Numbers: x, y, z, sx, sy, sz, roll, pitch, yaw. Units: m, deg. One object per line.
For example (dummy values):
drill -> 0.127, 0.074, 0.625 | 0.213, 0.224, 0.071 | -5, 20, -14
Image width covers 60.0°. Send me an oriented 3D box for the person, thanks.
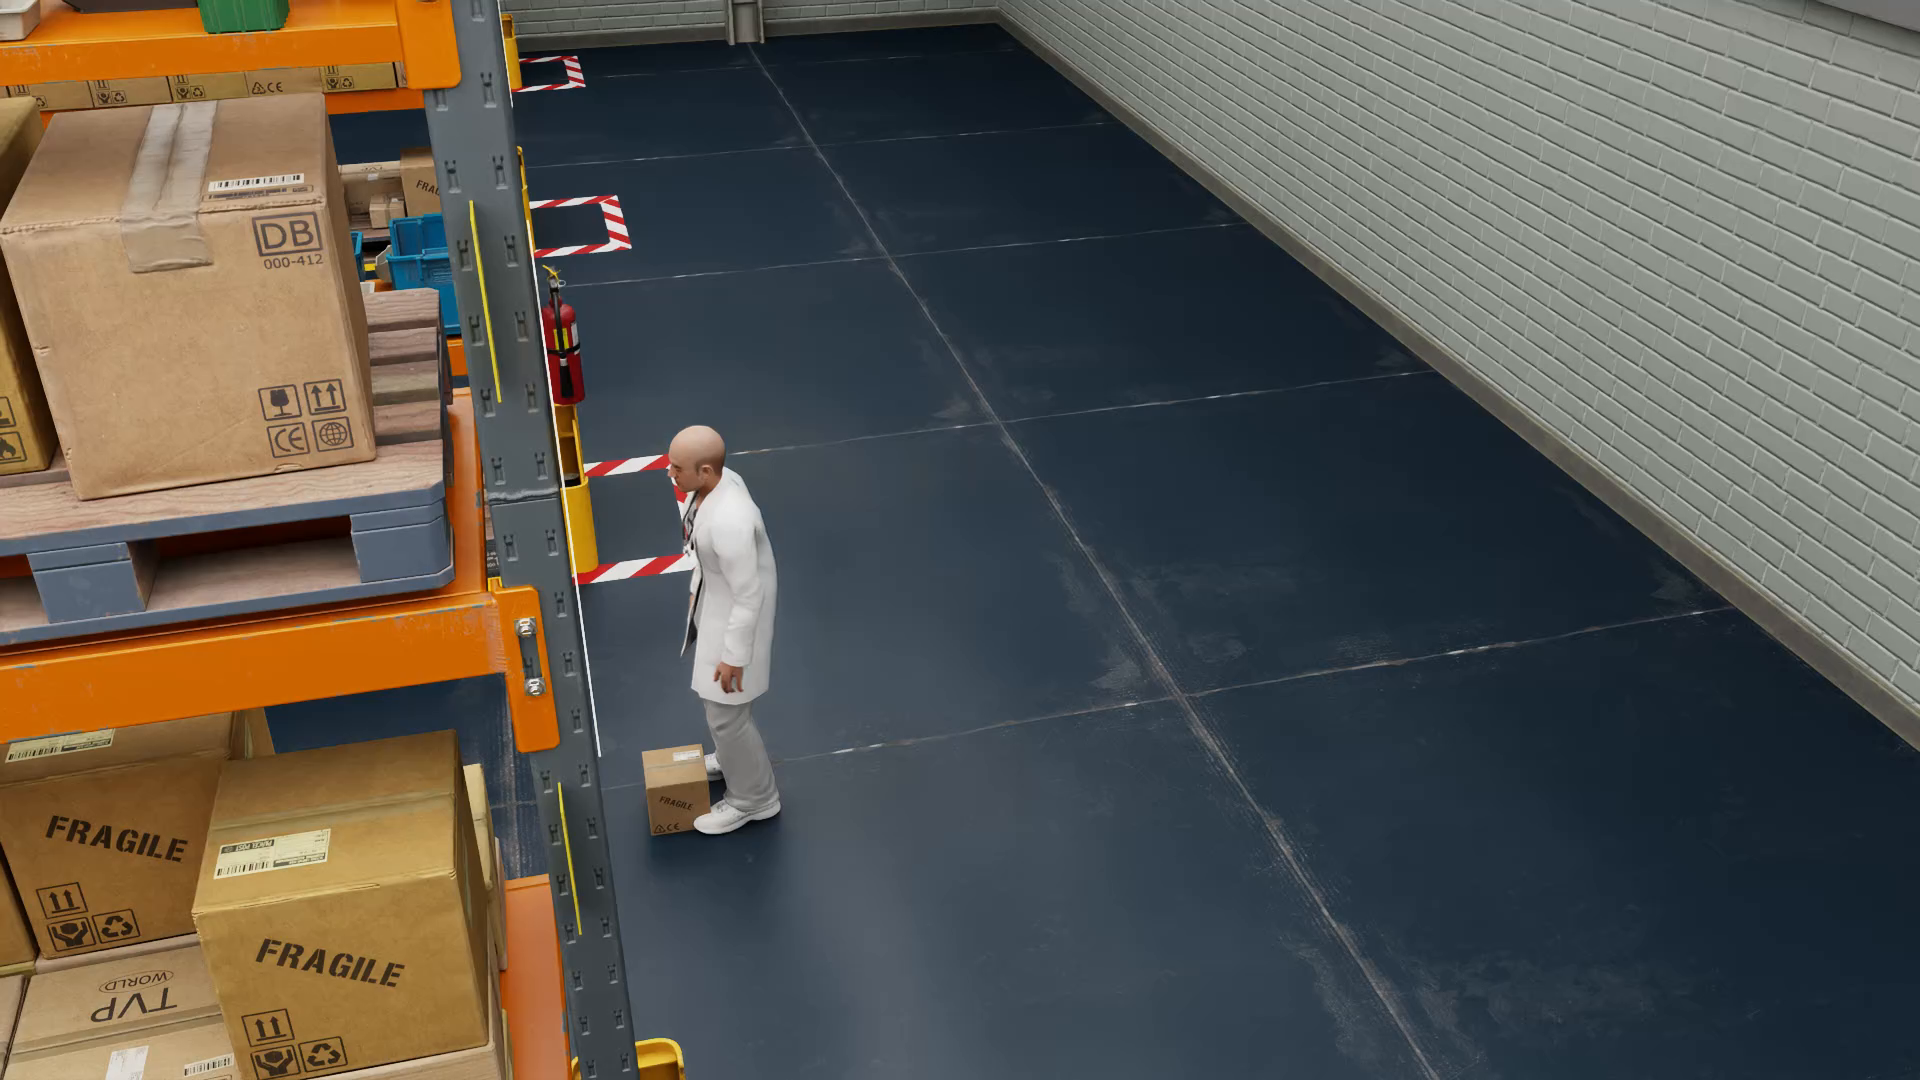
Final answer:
person -> -0.930, 0.354, 6.558 | 0.423, 1.744, 0.653 | -9, 31, -16
